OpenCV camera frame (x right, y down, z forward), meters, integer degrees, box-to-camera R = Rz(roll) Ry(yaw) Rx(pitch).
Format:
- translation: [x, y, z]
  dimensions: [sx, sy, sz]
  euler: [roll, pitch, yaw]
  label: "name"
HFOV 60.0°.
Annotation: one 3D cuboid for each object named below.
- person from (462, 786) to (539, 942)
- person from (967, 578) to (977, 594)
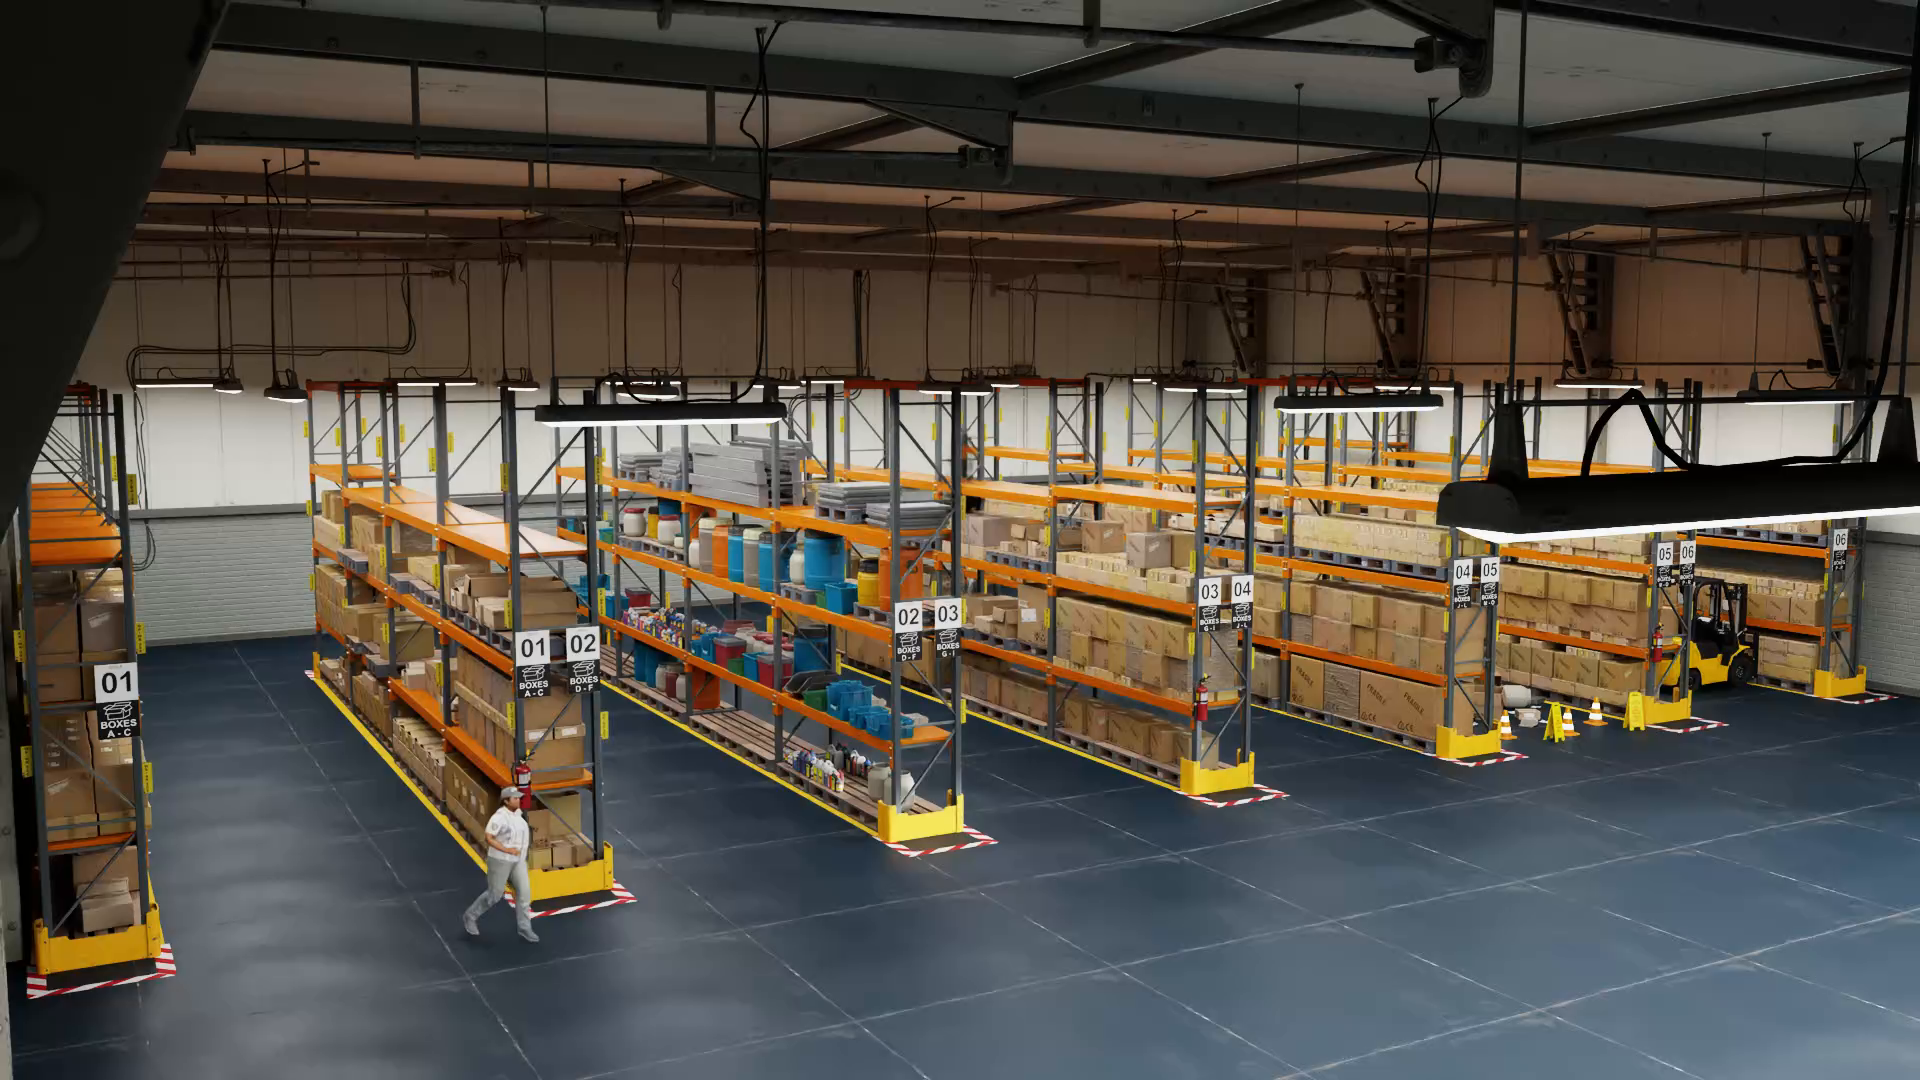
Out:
- translation: [-4.989, 3.556, 18.407]
  dimensions: [0.925, 1.649, 0.691]
  euler: [3, 7, 24]
  label: "person"
- translation: [0.367, 1.046, 42.110]
  dimensions: [0.546, 1.624, 0.659]
  euler: [0, 6, 3]
  label: "person"
